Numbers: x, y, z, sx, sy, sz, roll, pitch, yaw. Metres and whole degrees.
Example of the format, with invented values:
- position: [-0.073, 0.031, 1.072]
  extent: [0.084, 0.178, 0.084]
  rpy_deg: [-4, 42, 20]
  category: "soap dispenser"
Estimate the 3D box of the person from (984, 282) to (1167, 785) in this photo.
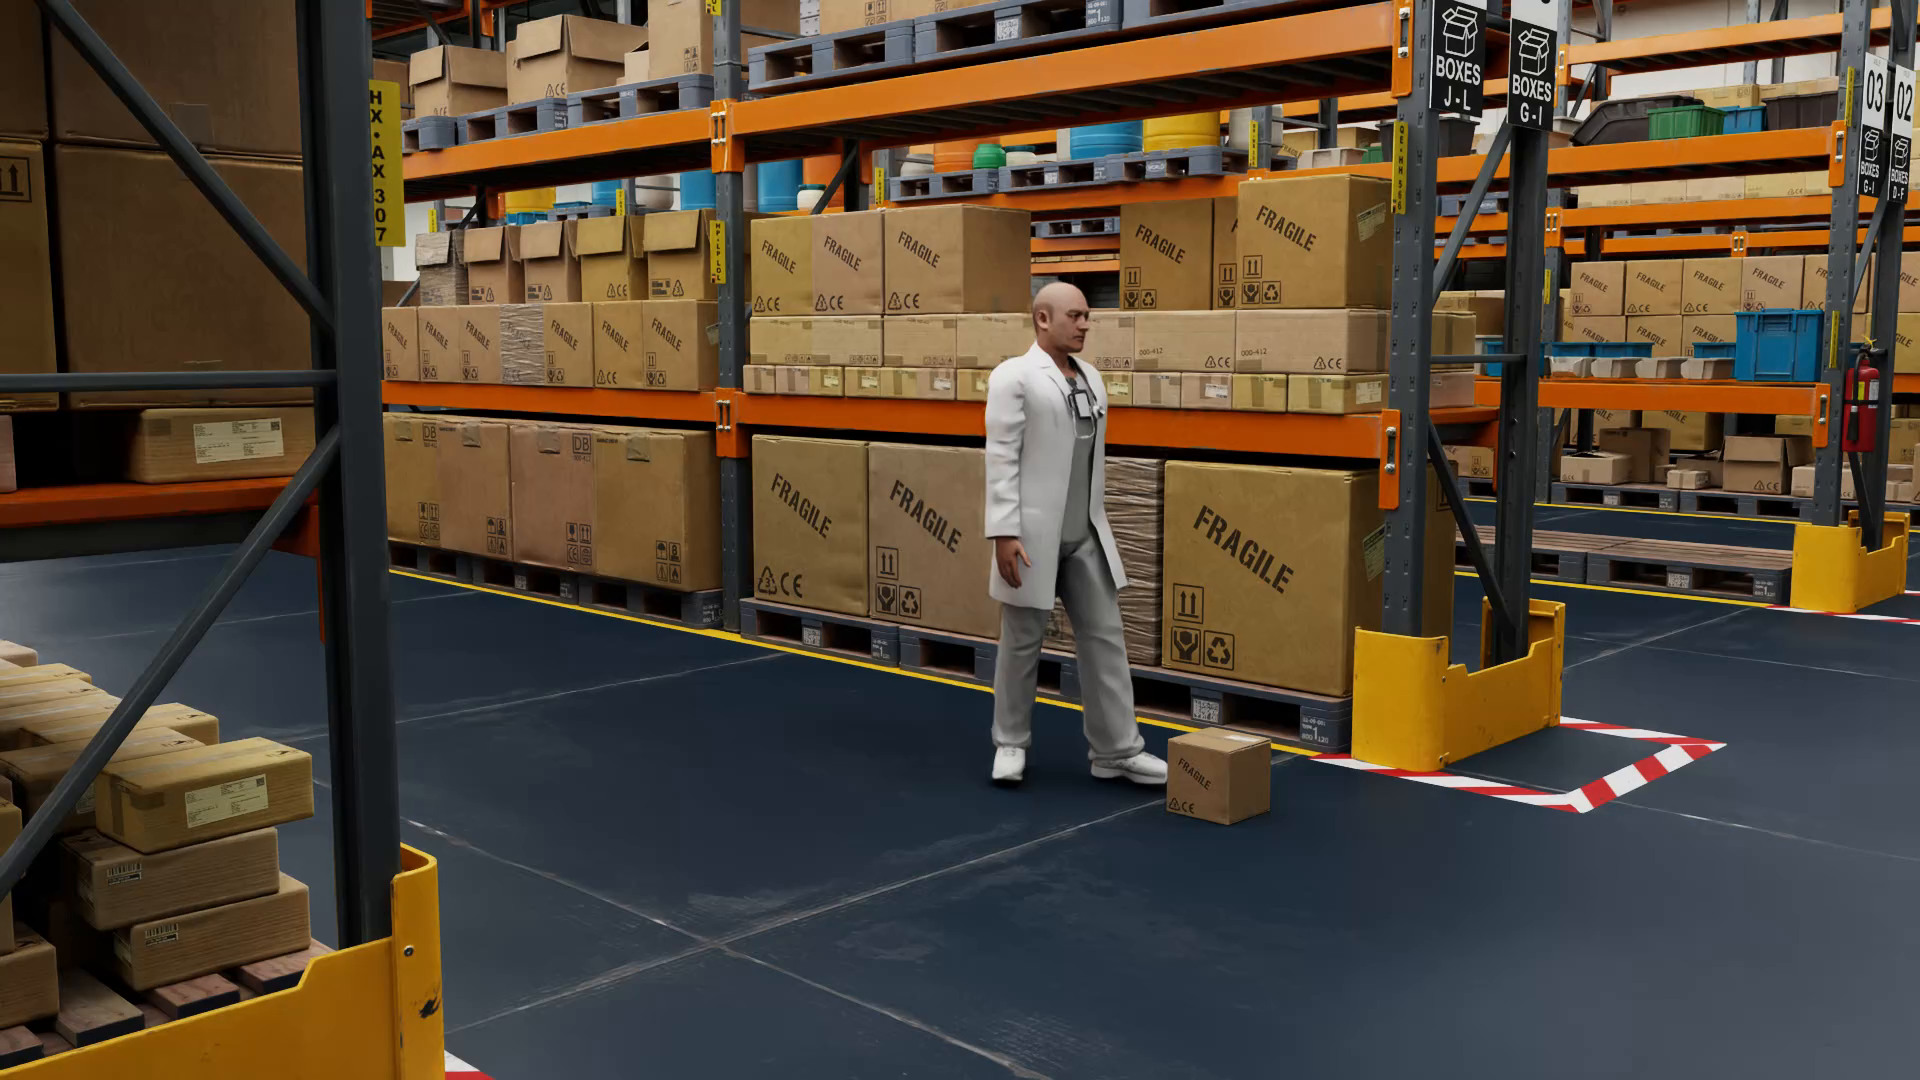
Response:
- position: [0.362, -0.015, 5.848]
  extent: [0.617, 1.767, 0.689]
  rpy_deg: [-5, 9, -36]
  category: "person"
